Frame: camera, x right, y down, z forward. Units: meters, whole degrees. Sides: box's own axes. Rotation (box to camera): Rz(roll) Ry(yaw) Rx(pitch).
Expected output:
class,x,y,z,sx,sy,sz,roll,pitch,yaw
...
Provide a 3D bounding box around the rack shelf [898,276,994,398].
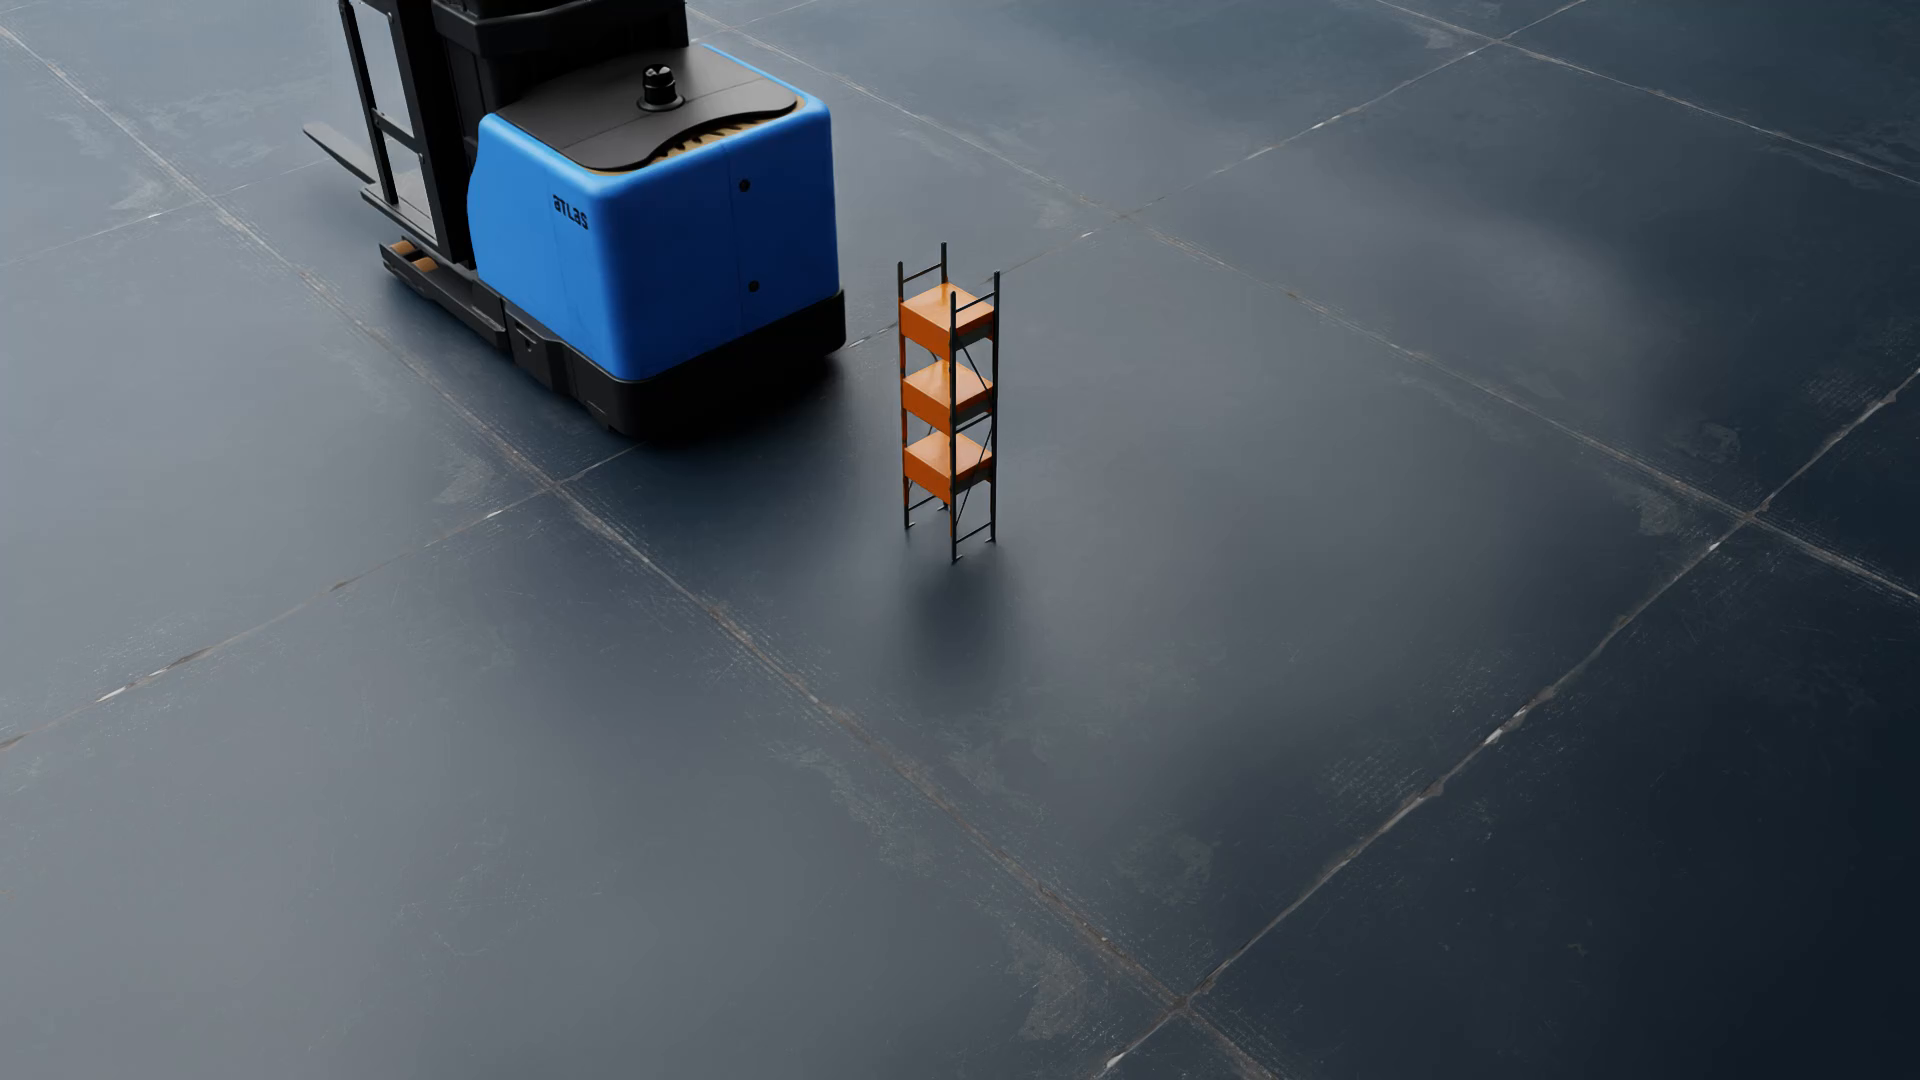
class,x,y,z,sx,sy,sz,roll,pitch,yaw
rack shelf,-0.036,-0.646,5.279,0.215,0.259,0.240,-30,48,-32

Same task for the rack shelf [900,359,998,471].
class,x,y,z,sx,sy,sz,roll,pitch,yaw
rack shelf,-0.036,-0.425,5.457,0.215,0.259,0.240,-30,48,-32

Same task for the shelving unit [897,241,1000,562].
class,x,y,z,sx,sy,sz,roll,pitch,yaw
shelving unit,-0.036,-0.433,5.451,0.215,1.050,0.252,-30,48,-32

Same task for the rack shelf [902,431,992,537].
class,x,y,z,sx,sy,sz,roll,pitch,yaw
rack shelf,-0.036,-0.209,5.632,0.215,0.259,0.240,-30,48,-32

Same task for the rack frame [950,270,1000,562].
class,x,y,z,sx,sy,sz,roll,pitch,yaw
rack frame,0.046,-0.377,5.381,0.200,1.050,0.008,-30,48,-32

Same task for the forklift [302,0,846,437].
class,x,y,z,sx,sy,sz,roll,pitch,yaw
forklift,-1.820,-2.355,6.334,1.130,2.935,3.031,-30,48,-32

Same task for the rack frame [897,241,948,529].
class,x,y,z,sx,sy,sz,roll,pitch,yaw
rack frame,-0.119,-0.490,5.521,0.200,1.050,0.008,-30,48,-32
